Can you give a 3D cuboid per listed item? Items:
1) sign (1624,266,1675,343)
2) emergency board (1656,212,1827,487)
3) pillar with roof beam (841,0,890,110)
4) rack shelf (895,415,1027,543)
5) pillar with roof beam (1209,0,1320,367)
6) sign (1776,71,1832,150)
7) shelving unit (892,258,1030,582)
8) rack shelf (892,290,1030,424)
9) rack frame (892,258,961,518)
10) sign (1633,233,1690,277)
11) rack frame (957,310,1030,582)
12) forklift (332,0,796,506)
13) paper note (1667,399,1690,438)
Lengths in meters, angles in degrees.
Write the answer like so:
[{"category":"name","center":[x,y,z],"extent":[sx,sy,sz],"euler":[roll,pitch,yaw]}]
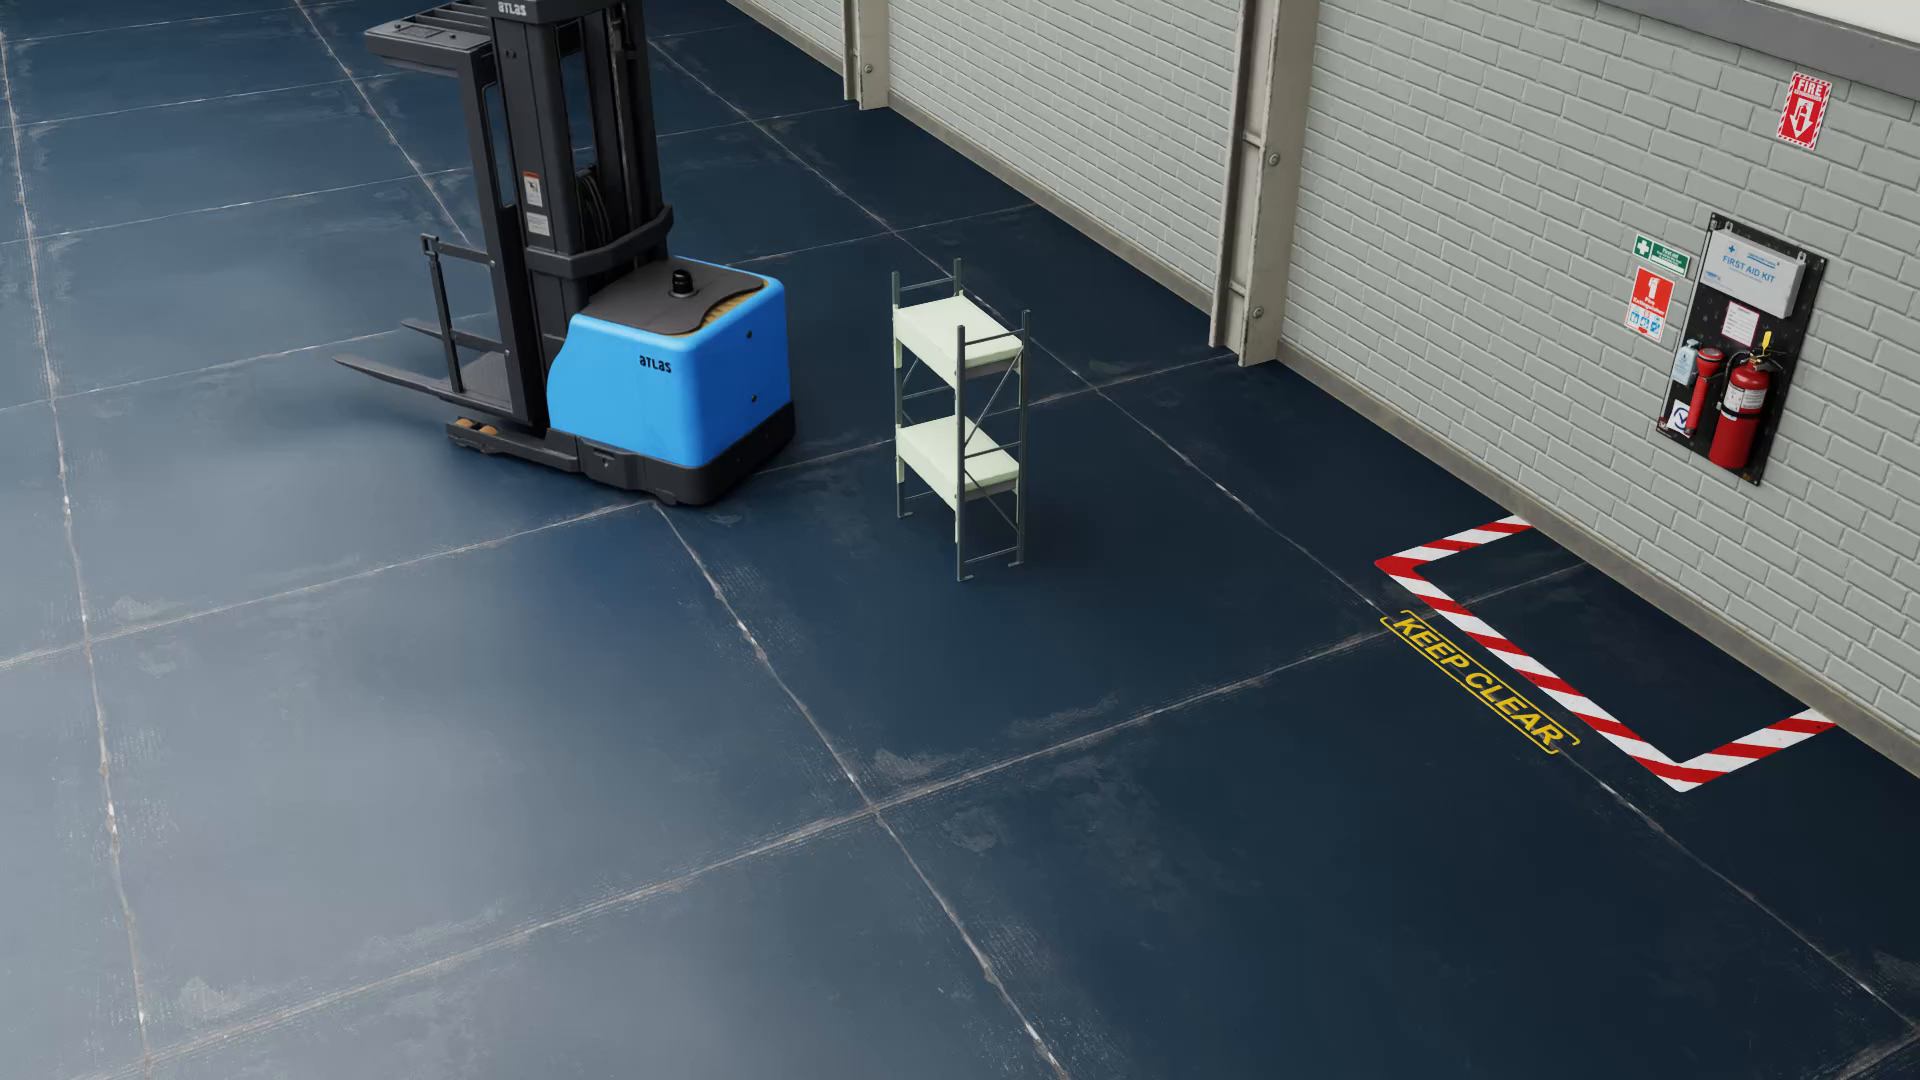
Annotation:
[{"category":"sign","center":[3.436,-1.176,8.290],"extent":[0.001,0.329,0.234],"euler":[-16,36,-23]},{"category":"emergency board","center":[3.602,-0.871,7.847],"extent":[0.194,1.169,0.643],"euler":[-16,36,-23]},{"category":"pillar with roof beam","center":[-4.683,-6.852,11.622],"extent":[9.100,9.000,0.400],"euler":[-16,36,-23]},{"category":"rack shelf","center":[-0.003,-0.360,9.045],"extent":[0.431,0.370,0.720],"euler":[-16,36,-23]},{"category":"pillar with roof beam","center":[-1.885,-3.989,7.152],"extent":[9.100,9.000,0.400],"euler":[-16,36,-23]},{"category":"sign","center":[3.687,-1.876,7.267],"extent":[0.001,0.298,0.199],"euler":[-16,36,-23]},{"category":"shelving unit","center":[-0.003,-0.635,8.869],"extent":[0.431,1.500,0.755],"euler":[-16,36,-23]},{"category":"rack shelf","center":[-0.003,-0.963,8.658],"extent":[0.431,0.370,0.720],"euler":[-16,36,-23]},{"category":"rack frame","center":[-0.174,-0.809,9.142],"extent":[0.400,1.500,0.023],"euler":[-16,36,-23]},{"category":"sign","center":[3.430,-1.394,8.140],"extent":[0.001,0.109,0.331],"euler":[-16,36,-23]},{"category":"rack frame","center":[0.168,-0.460,8.596],"extent":[0.400,1.500,0.023],"euler":[-16,36,-23]},{"category":"forklift","center":[-2.547,-1.989,9.655],"extent":[3.031,2.935,1.130],"euler":[16,36,23]},{"category":"paper note","center":[3.581,-0.602,8.244],"extent":[0.016,0.148,0.142],"euler":[-16,36,-23]}]
